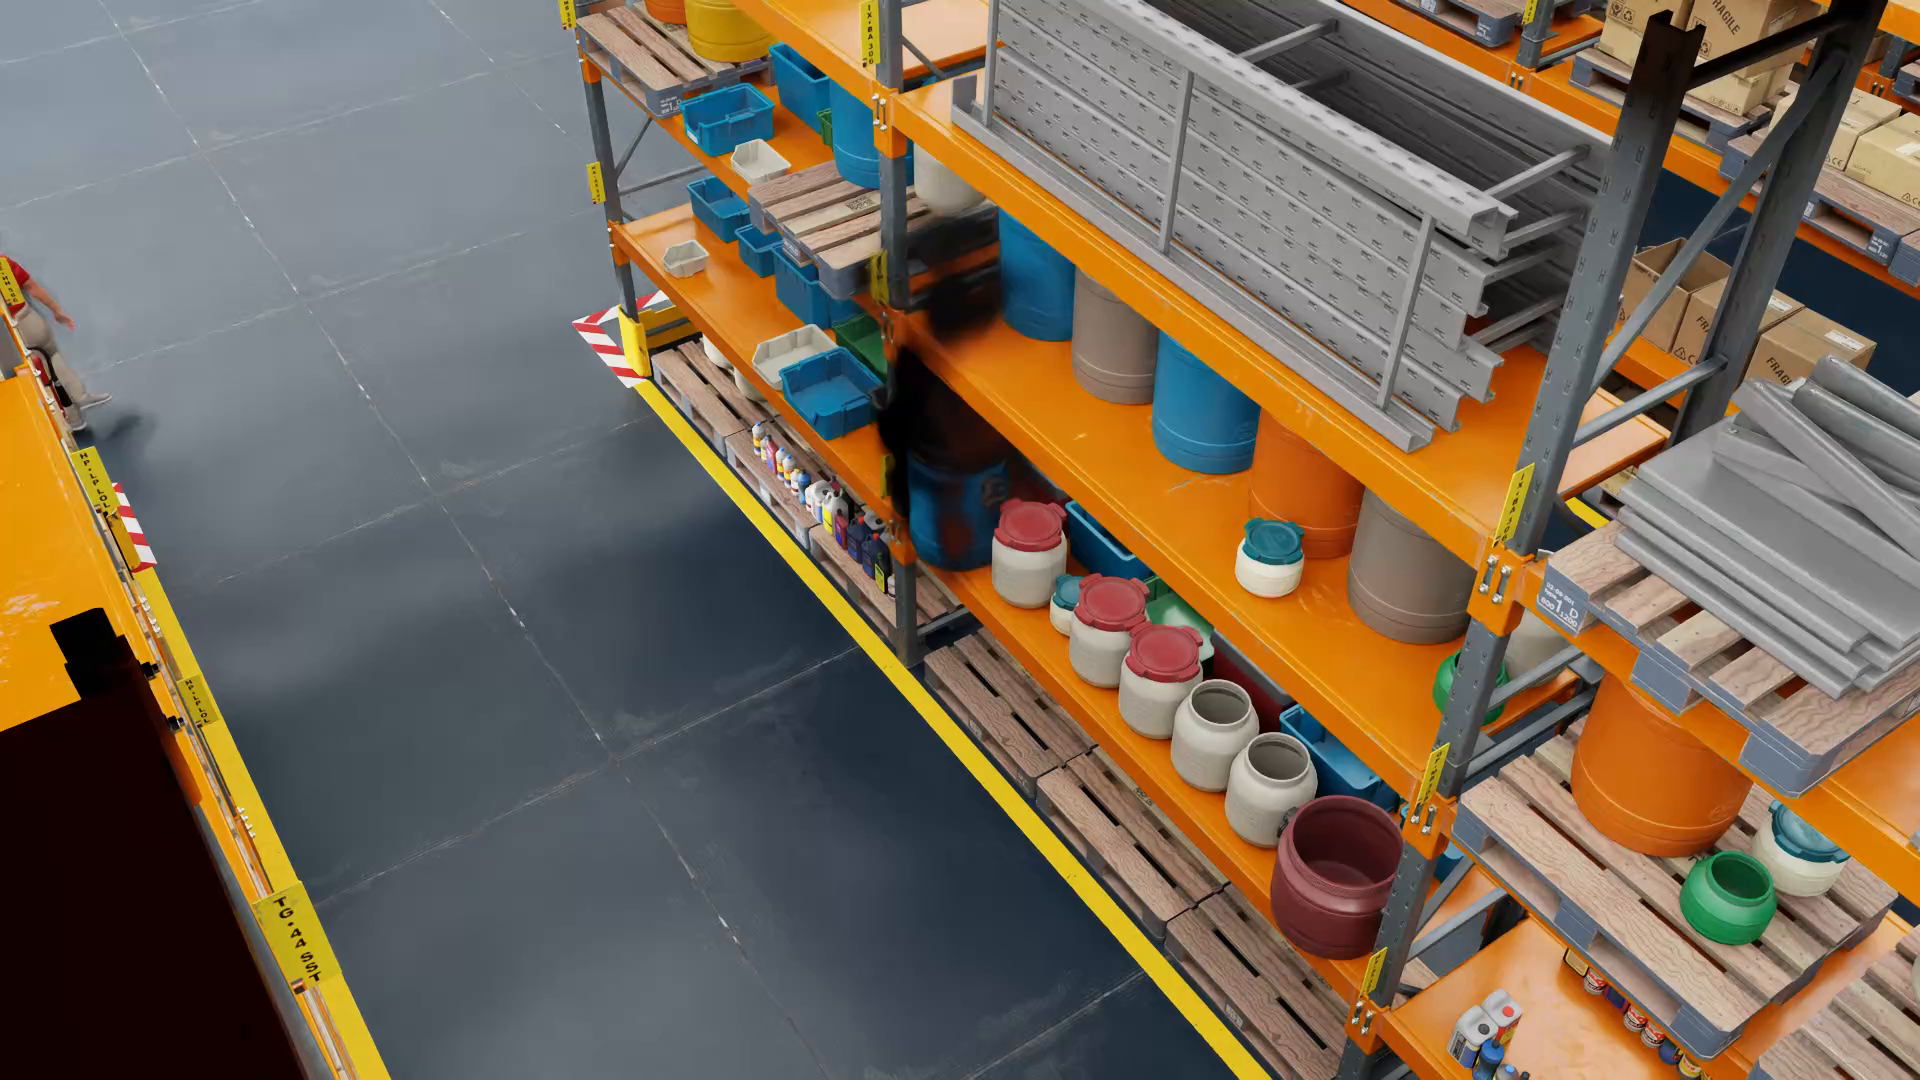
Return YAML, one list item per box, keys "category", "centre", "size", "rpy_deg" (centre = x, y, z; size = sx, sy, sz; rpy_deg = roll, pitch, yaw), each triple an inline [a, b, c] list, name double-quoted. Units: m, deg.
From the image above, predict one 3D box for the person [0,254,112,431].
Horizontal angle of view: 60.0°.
- category: "person"
  centre: [-6.869, -1.499, 12.157]
  size: [0.570, 1.691, 0.709]
  rpy_deg: [21, 47, 21]
